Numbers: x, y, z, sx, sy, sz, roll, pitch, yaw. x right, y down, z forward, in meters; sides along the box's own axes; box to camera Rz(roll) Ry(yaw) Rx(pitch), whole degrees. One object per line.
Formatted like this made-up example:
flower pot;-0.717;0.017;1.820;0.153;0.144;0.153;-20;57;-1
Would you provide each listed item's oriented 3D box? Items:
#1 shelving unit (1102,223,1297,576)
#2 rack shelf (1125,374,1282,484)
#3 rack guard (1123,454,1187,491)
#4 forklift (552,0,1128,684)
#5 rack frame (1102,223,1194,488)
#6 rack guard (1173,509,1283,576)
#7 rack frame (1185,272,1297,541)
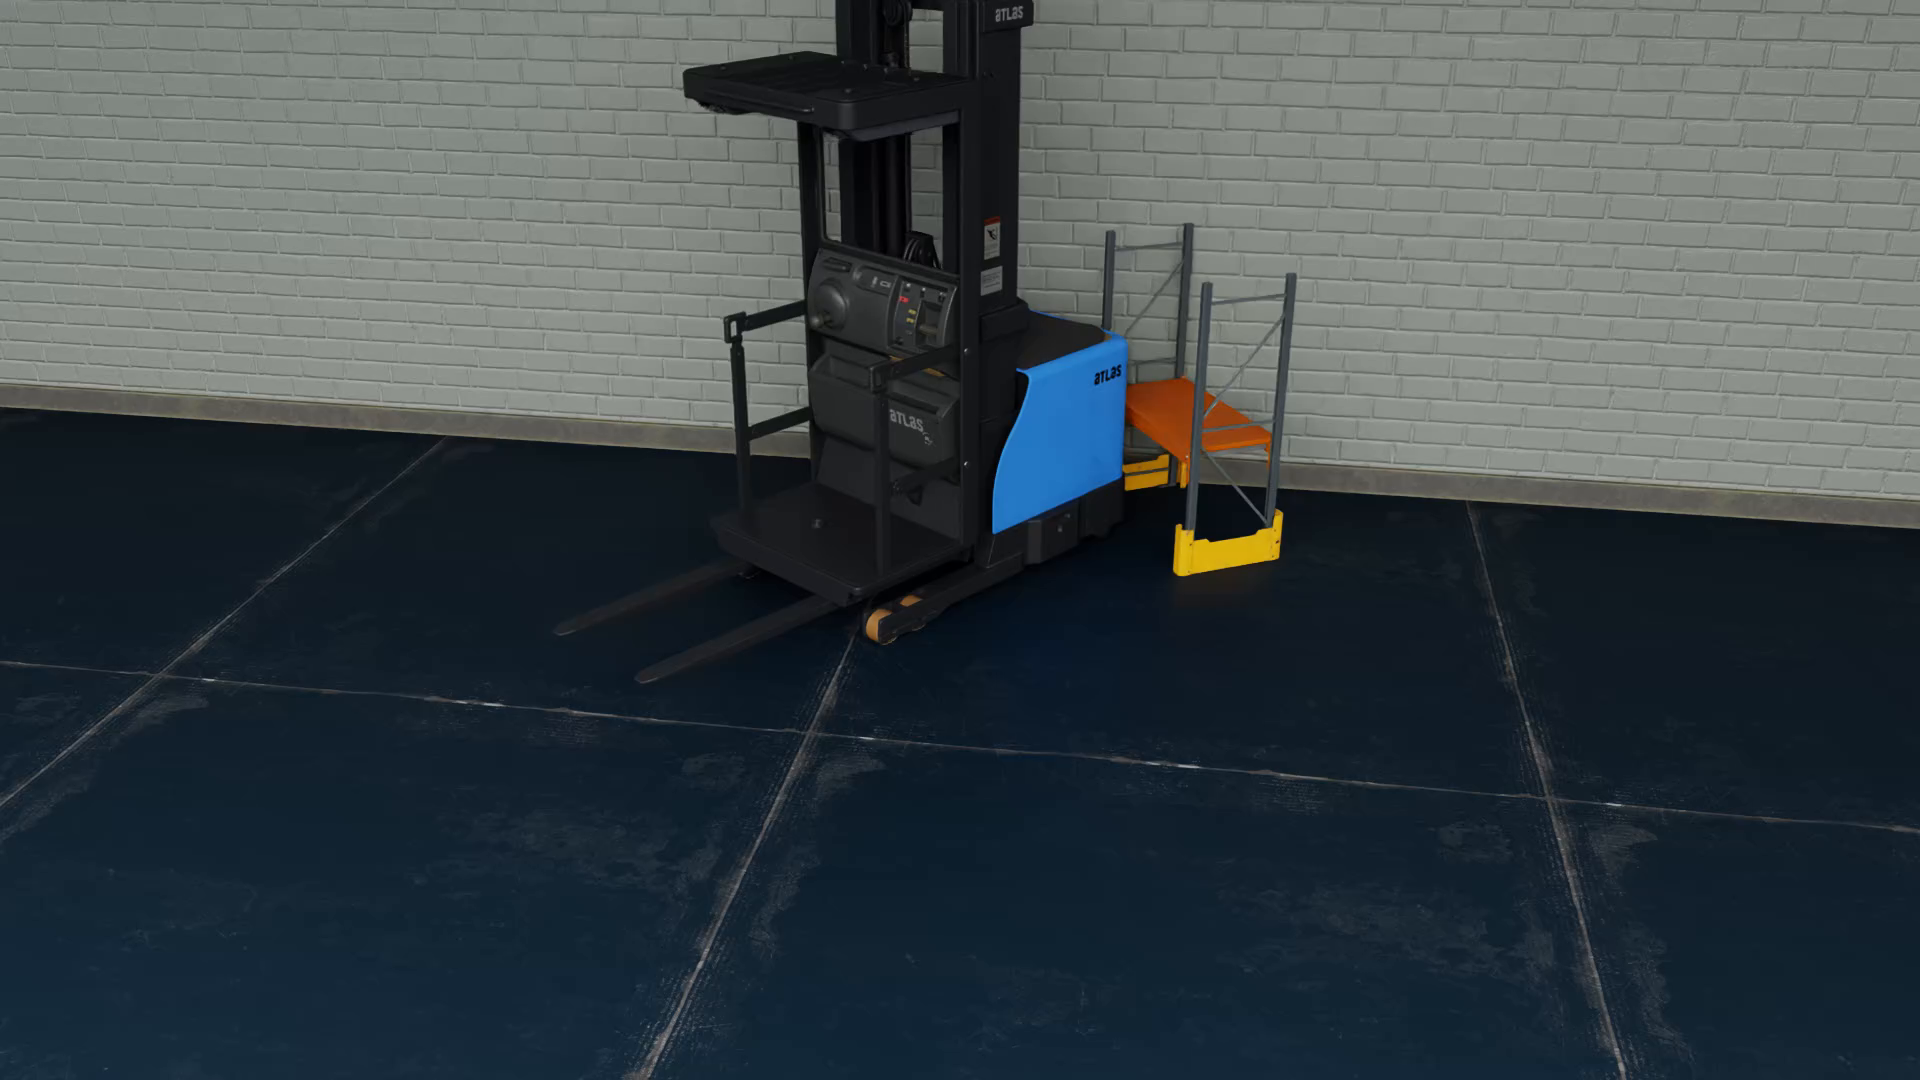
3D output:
shelving unit;1.181;-0.753;8.585;0.587;1.500;1.083;-9;27;-20
rack shelf;1.177;-0.594;8.669;0.538;0.185;1.000;-9;27;-20
rack guard;0.995;-0.383;9.268;0.587;0.250;0.087;-9;27;-20
forklift;-0.516;-1.086;7.613;1.130;2.935;3.031;22;33;39
rack frame;0.991;-0.957;9.021;0.500;1.500;0.032;-9;27;-20
rack guard;1.360;0.010;8.429;0.587;0.250;0.087;-9;27;-20
rack frame;1.364;-0.556;8.164;0.500;1.500;0.032;-9;27;-20
